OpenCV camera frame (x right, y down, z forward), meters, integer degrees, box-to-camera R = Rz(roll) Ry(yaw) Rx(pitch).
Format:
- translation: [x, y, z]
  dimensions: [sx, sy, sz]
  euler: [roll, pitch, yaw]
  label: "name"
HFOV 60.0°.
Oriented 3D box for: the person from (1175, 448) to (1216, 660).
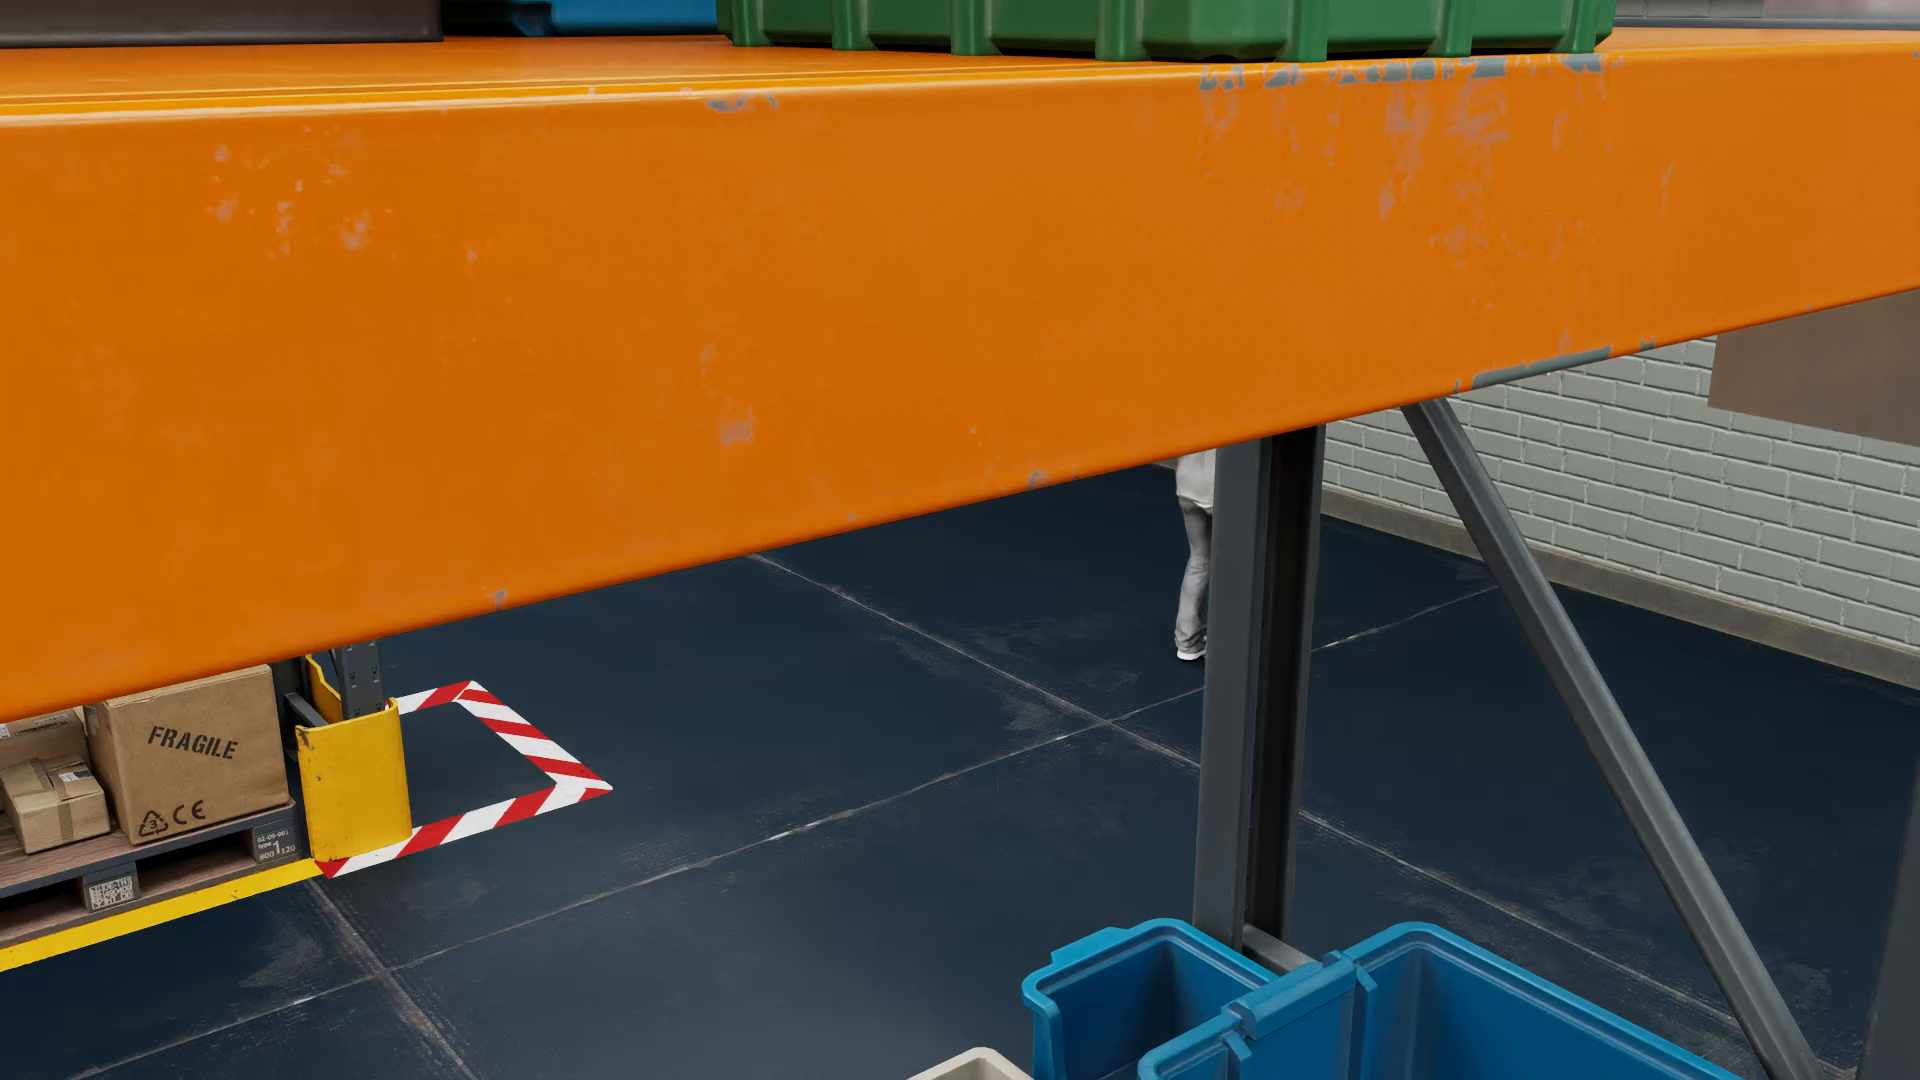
- translation: [1.127, -0.211, 7.220]
  dimensions: [0.343, 1.593, 0.461]
  euler: [-14, 22, -36]
  label: "person"
